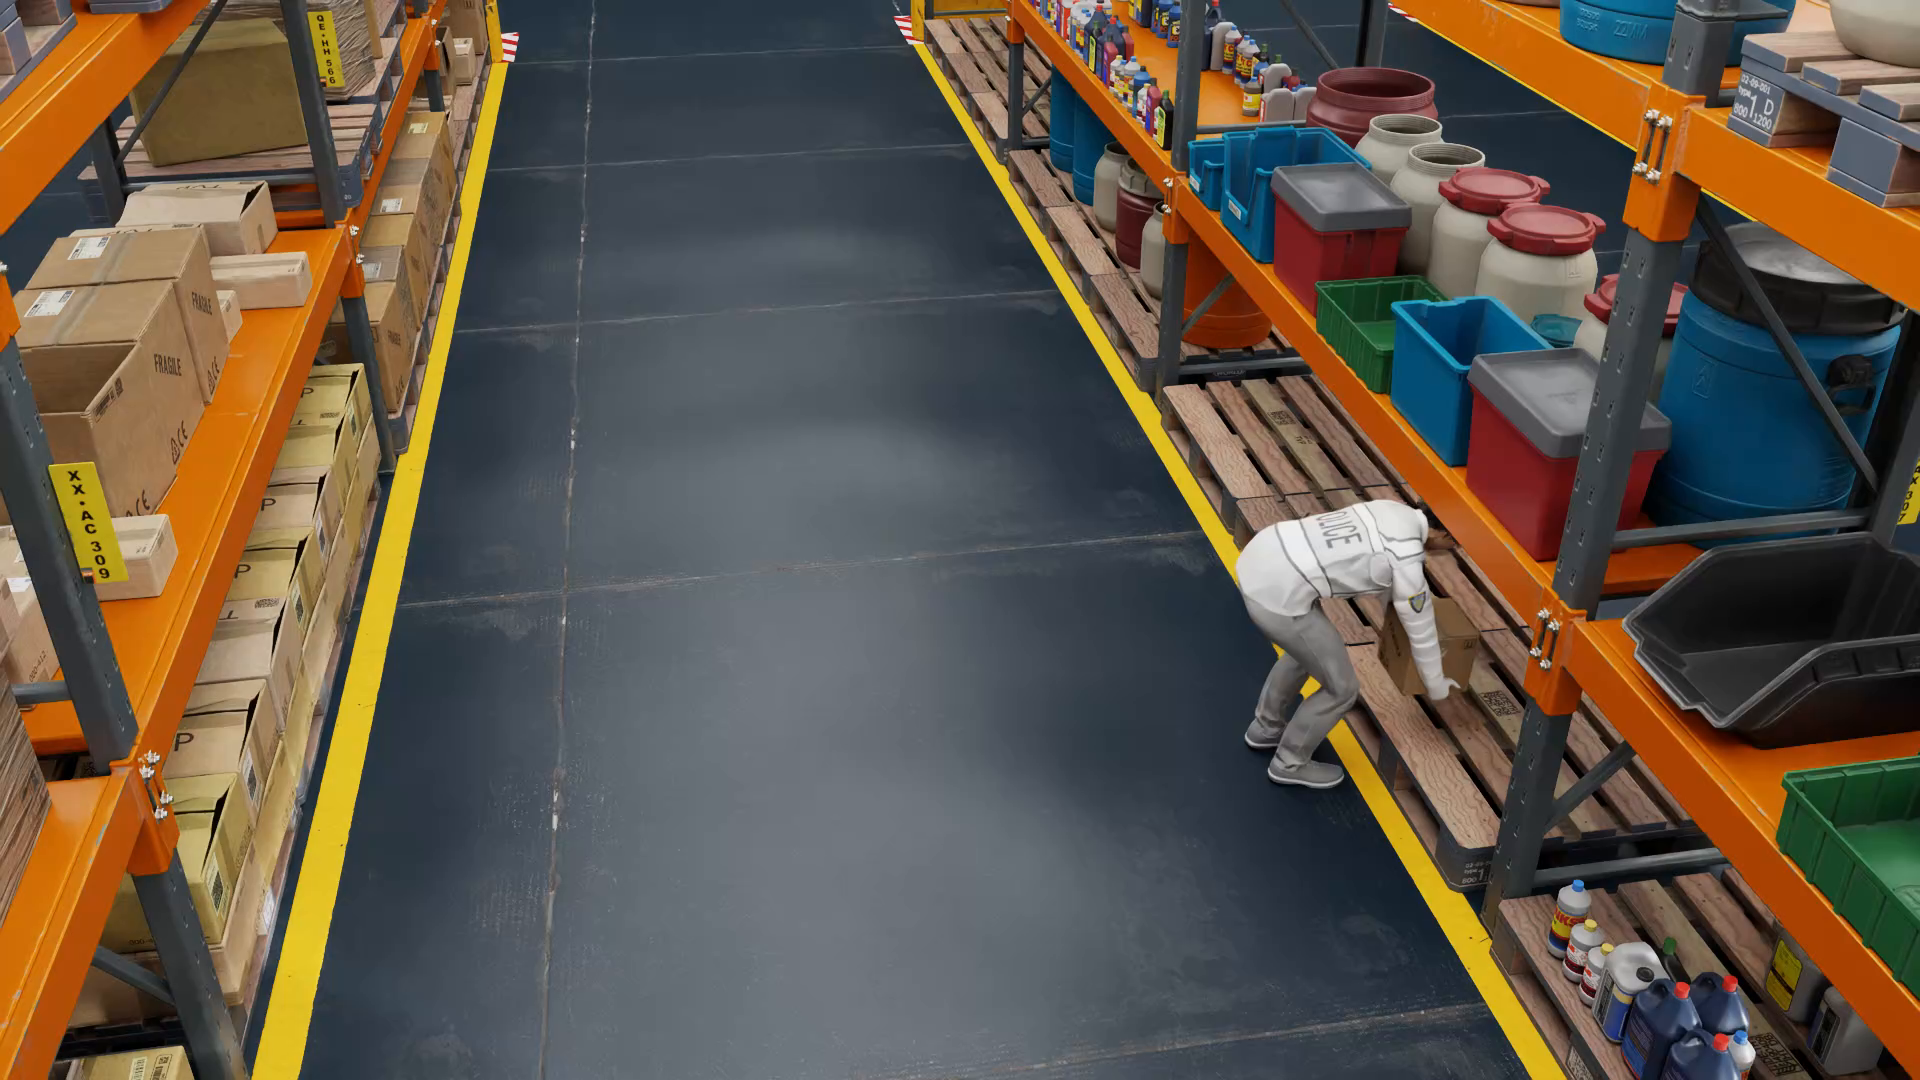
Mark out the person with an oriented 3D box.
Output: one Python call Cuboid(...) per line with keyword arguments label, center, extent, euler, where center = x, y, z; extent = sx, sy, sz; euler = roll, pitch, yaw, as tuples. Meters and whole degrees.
Cuboid(label="person", center=(1.435, 0.321, 6.038), extent=(0.901, 1.213, 0.426), euler=(-2, 31, -3))
